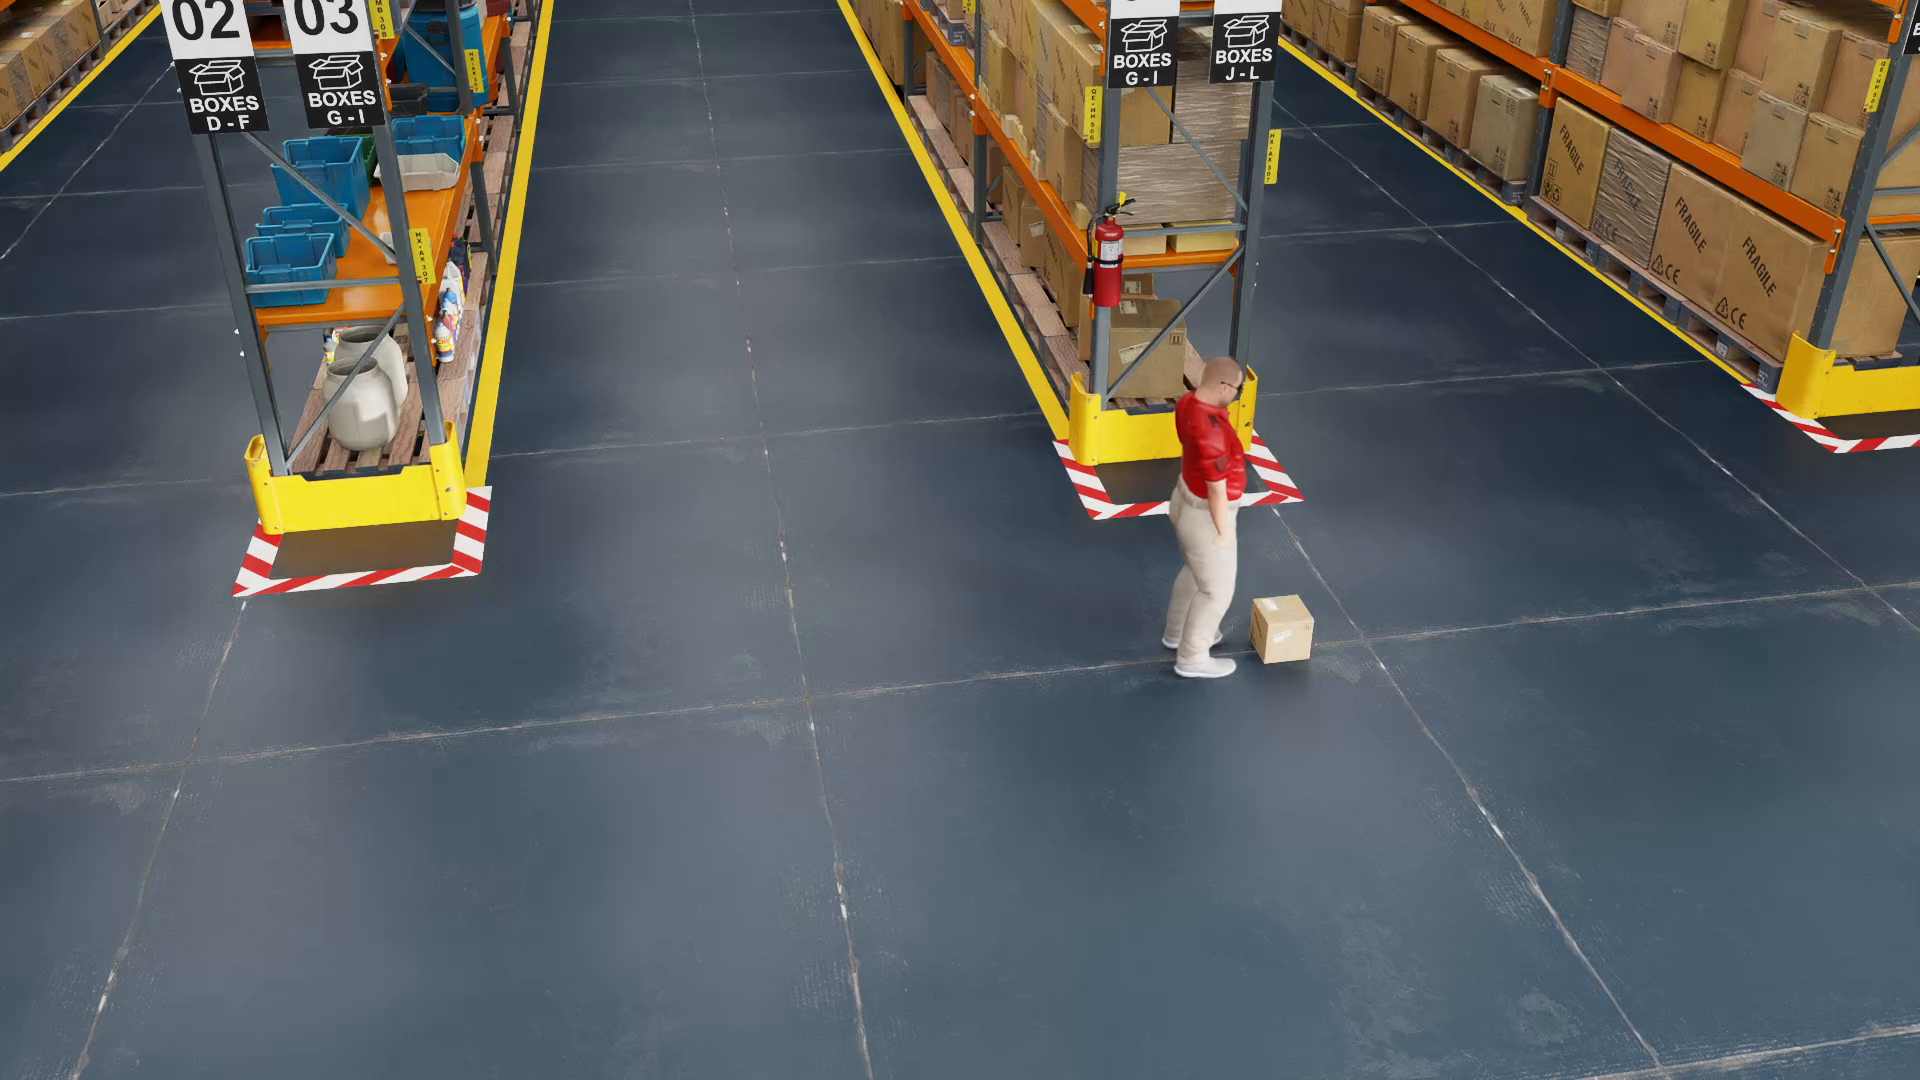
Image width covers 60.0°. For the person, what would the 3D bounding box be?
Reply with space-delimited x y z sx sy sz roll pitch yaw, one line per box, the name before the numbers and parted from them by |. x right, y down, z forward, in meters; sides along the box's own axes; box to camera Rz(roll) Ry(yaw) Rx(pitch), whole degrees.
person | 1.244 -0.129 8.394 0.362 1.719 0.534 -5 31 -8
